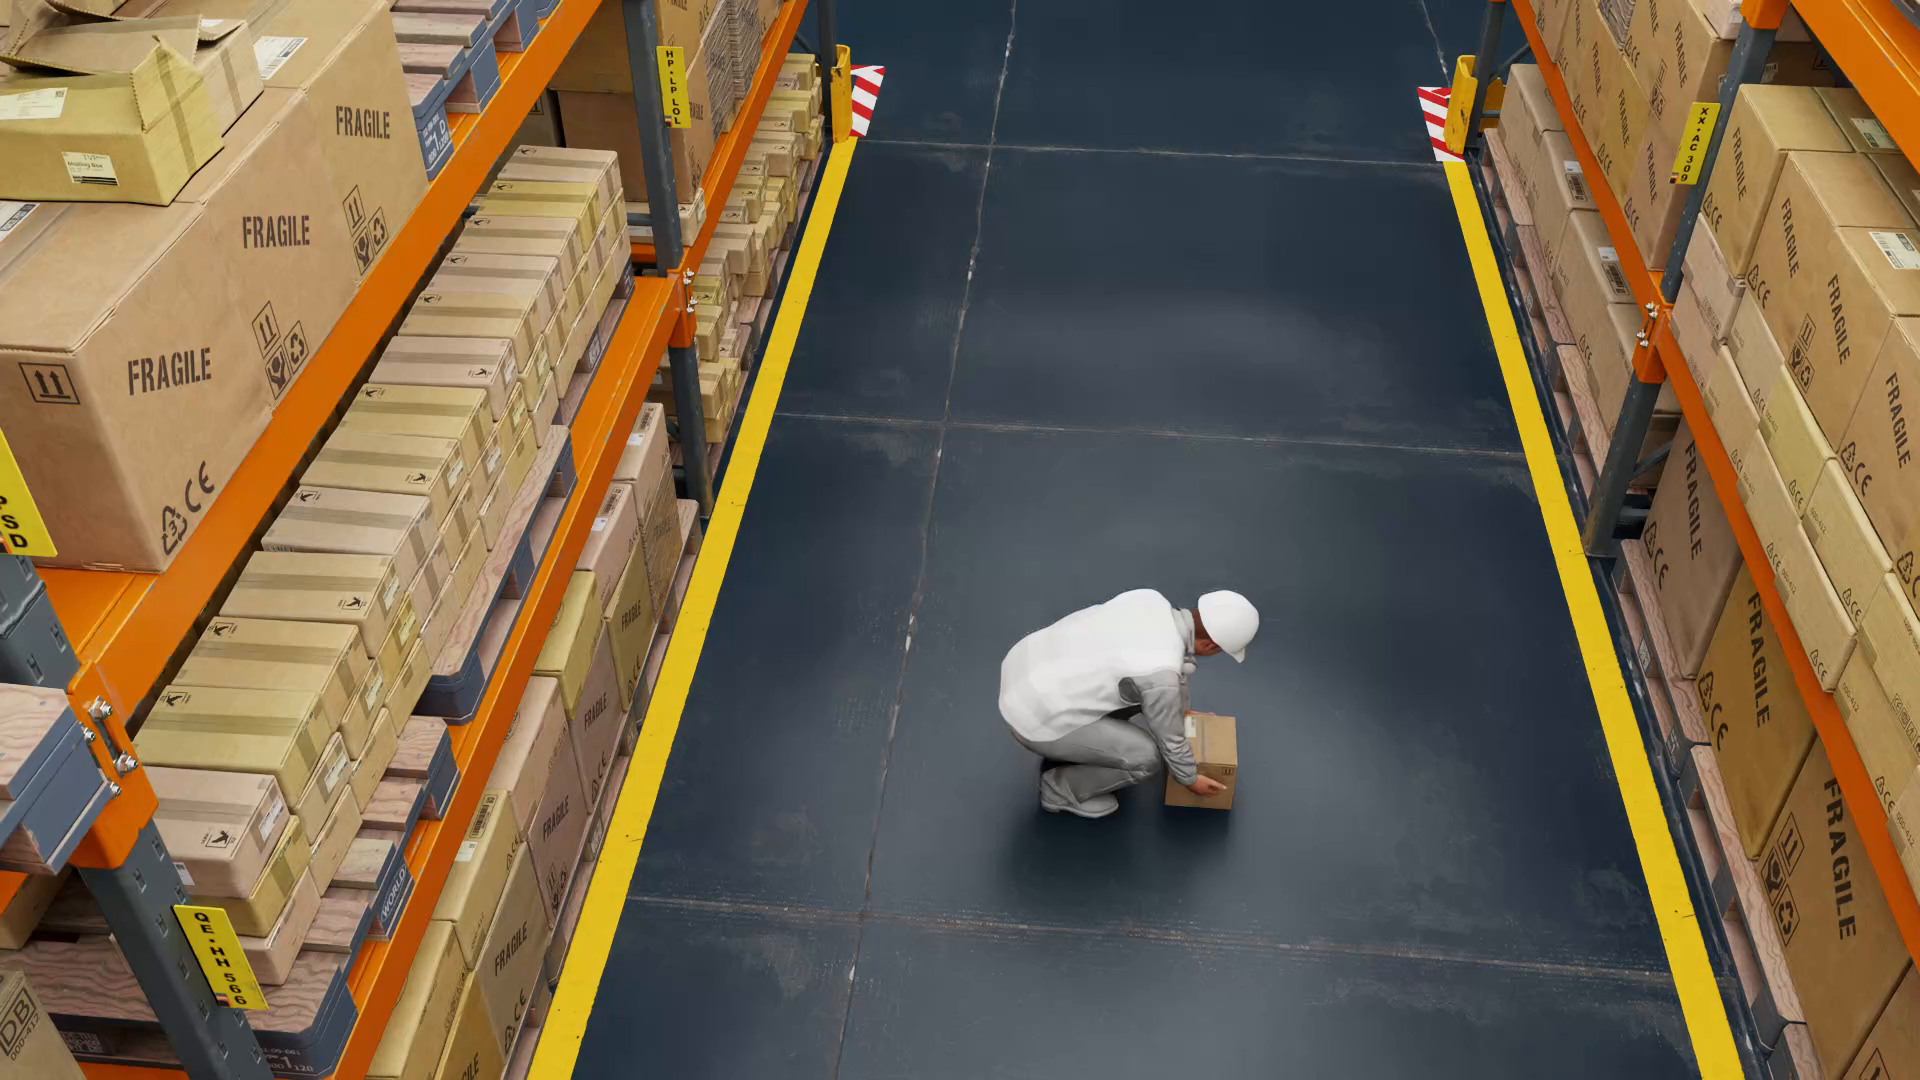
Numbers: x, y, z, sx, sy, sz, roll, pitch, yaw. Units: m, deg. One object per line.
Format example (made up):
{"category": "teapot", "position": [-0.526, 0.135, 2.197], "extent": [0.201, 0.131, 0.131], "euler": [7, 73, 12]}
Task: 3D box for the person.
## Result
{"category": "person", "position": [0.603, 0.567, 6.130], "extent": [0.913, 0.916, 0.540], "euler": [3, 40, 4]}
